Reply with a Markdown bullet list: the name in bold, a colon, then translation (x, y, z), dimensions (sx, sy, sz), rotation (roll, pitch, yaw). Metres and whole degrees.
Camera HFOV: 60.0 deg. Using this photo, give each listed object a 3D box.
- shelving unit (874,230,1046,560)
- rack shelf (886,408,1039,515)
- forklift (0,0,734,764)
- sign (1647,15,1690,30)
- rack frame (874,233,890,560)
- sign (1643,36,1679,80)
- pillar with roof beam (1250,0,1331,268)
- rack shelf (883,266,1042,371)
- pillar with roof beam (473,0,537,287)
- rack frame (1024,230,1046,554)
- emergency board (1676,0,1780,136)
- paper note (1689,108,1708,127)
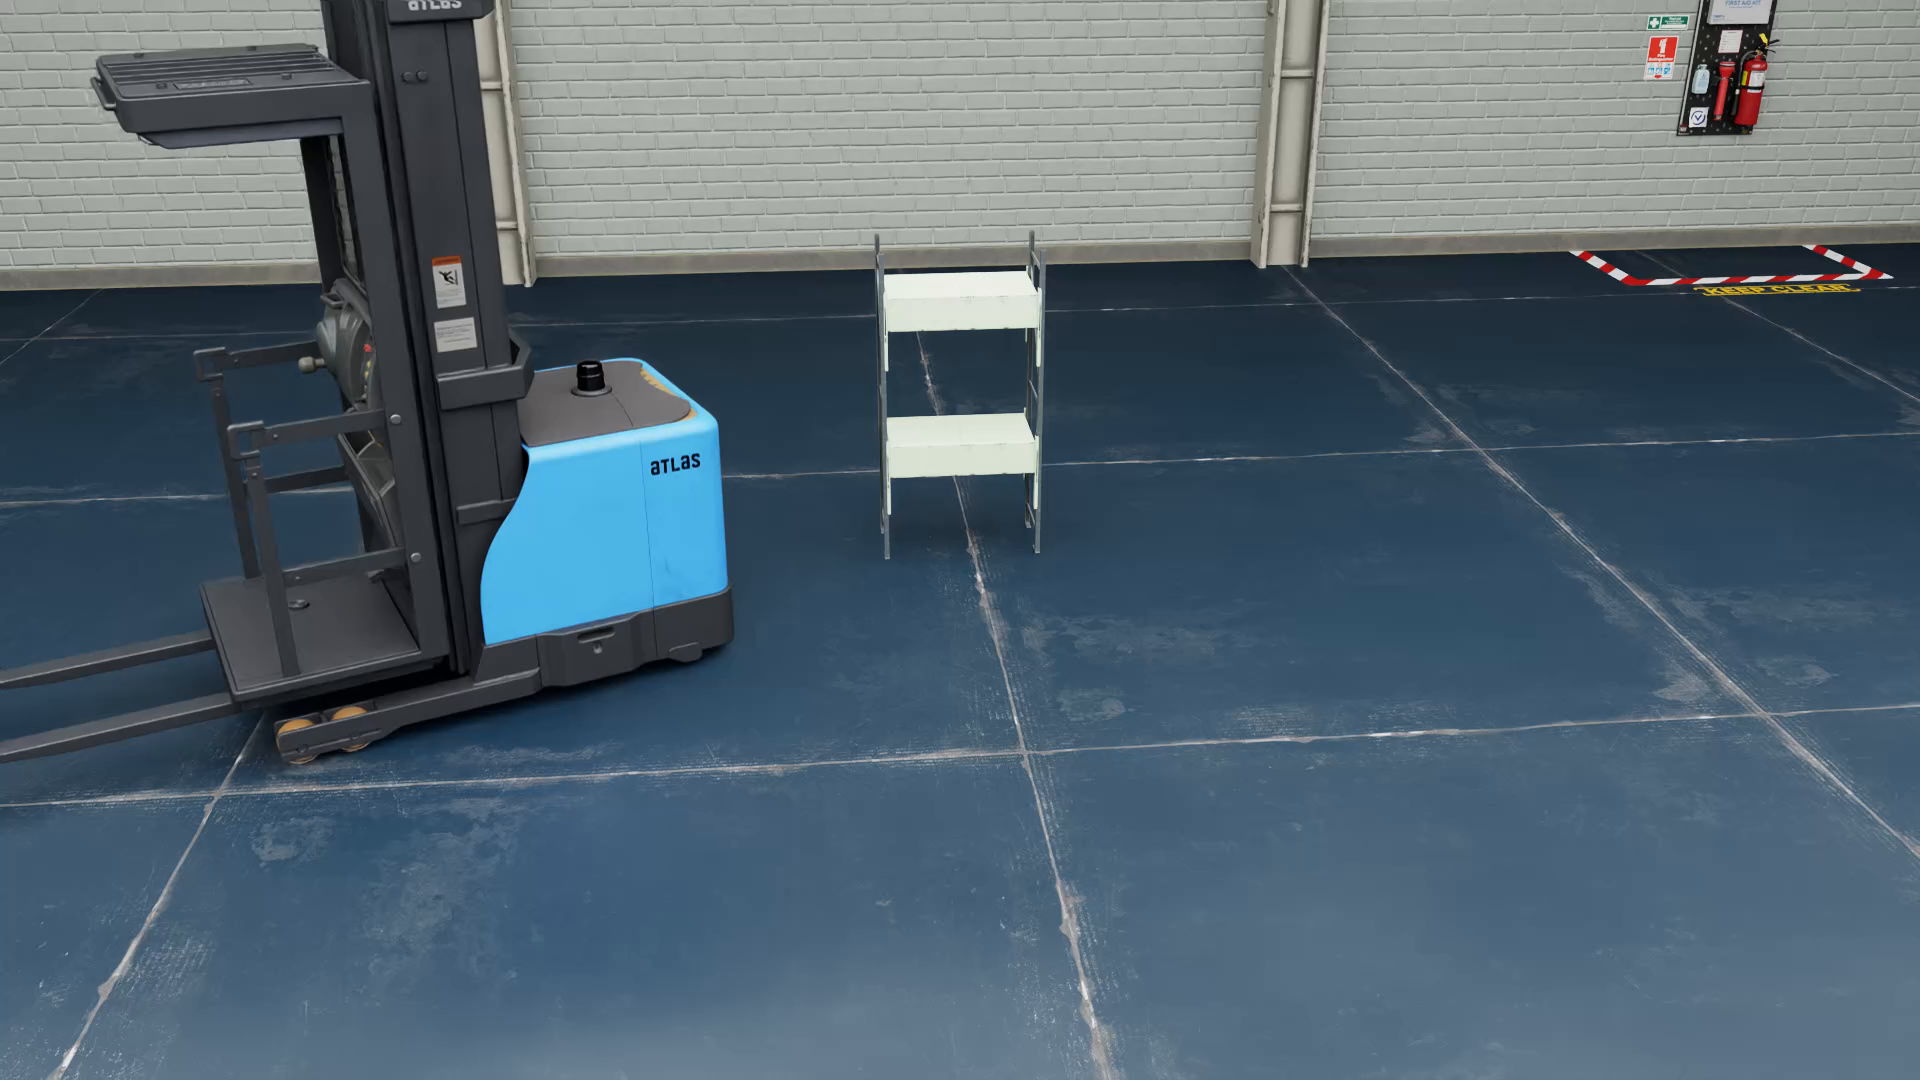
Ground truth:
- **shelving unit**: translation (-0.007, -0.685, 7.945), dimensions (0.755, 1.500, 0.431), rotation (-2, 24, -5)
- **rack shelf**: translation (-0.007, -0.387, 8.077), dimensions (0.720, 0.370, 0.431), rotation (-2, 24, -5)
- **forklift**: translation (-2.511, -0.732, 6.288), dimensions (3.031, 2.935, 1.130), rotation (-13, 27, -26)
- **sign**: translation (5.482, -4.006, 12.873), dimensions (0.331, 0.109, 0.001), rotation (-2, 24, -5)
- **rack frame**: translation (-0.371, -0.670, 7.912), dimensions (0.023, 1.500, 0.400), rotation (-2, 24, -5)
- **sign**: translation (5.476, -3.767, 12.988), dimensions (0.234, 0.329, 0.001), rotation (-2, 24, -5)
- **pillar with roof beam**: translation (2.952, -4.576, 7.467), dimensions (0.400, 9.000, 9.100), rotation (-2, 24, -5)
- **rack shelf**: translation (-0.007, -1.042, 7.786), dimensions (0.720, 0.370, 0.431), rotation (-2, 24, -5)
- **pillar with roof beam**: translation (-3.019, -4.337, 6.928), dimensions (0.400, 9.000, 9.100), rotation (-2, 24, -5)
- **rack frame**: translation (0.358, -0.700, 7.978), dimensions (0.023, 1.500, 0.400), rotation (-2, 24, -5)
- **emergency board**: translation (6.037, -3.731, 12.952), dimensions (0.643, 1.169, 0.194), rotation (-2, 24, -5)
- **paper note**: translation (5.854, -3.350, 13.177), dimensions (0.142, 0.148, 0.016), rotation (-2, 24, -5)
